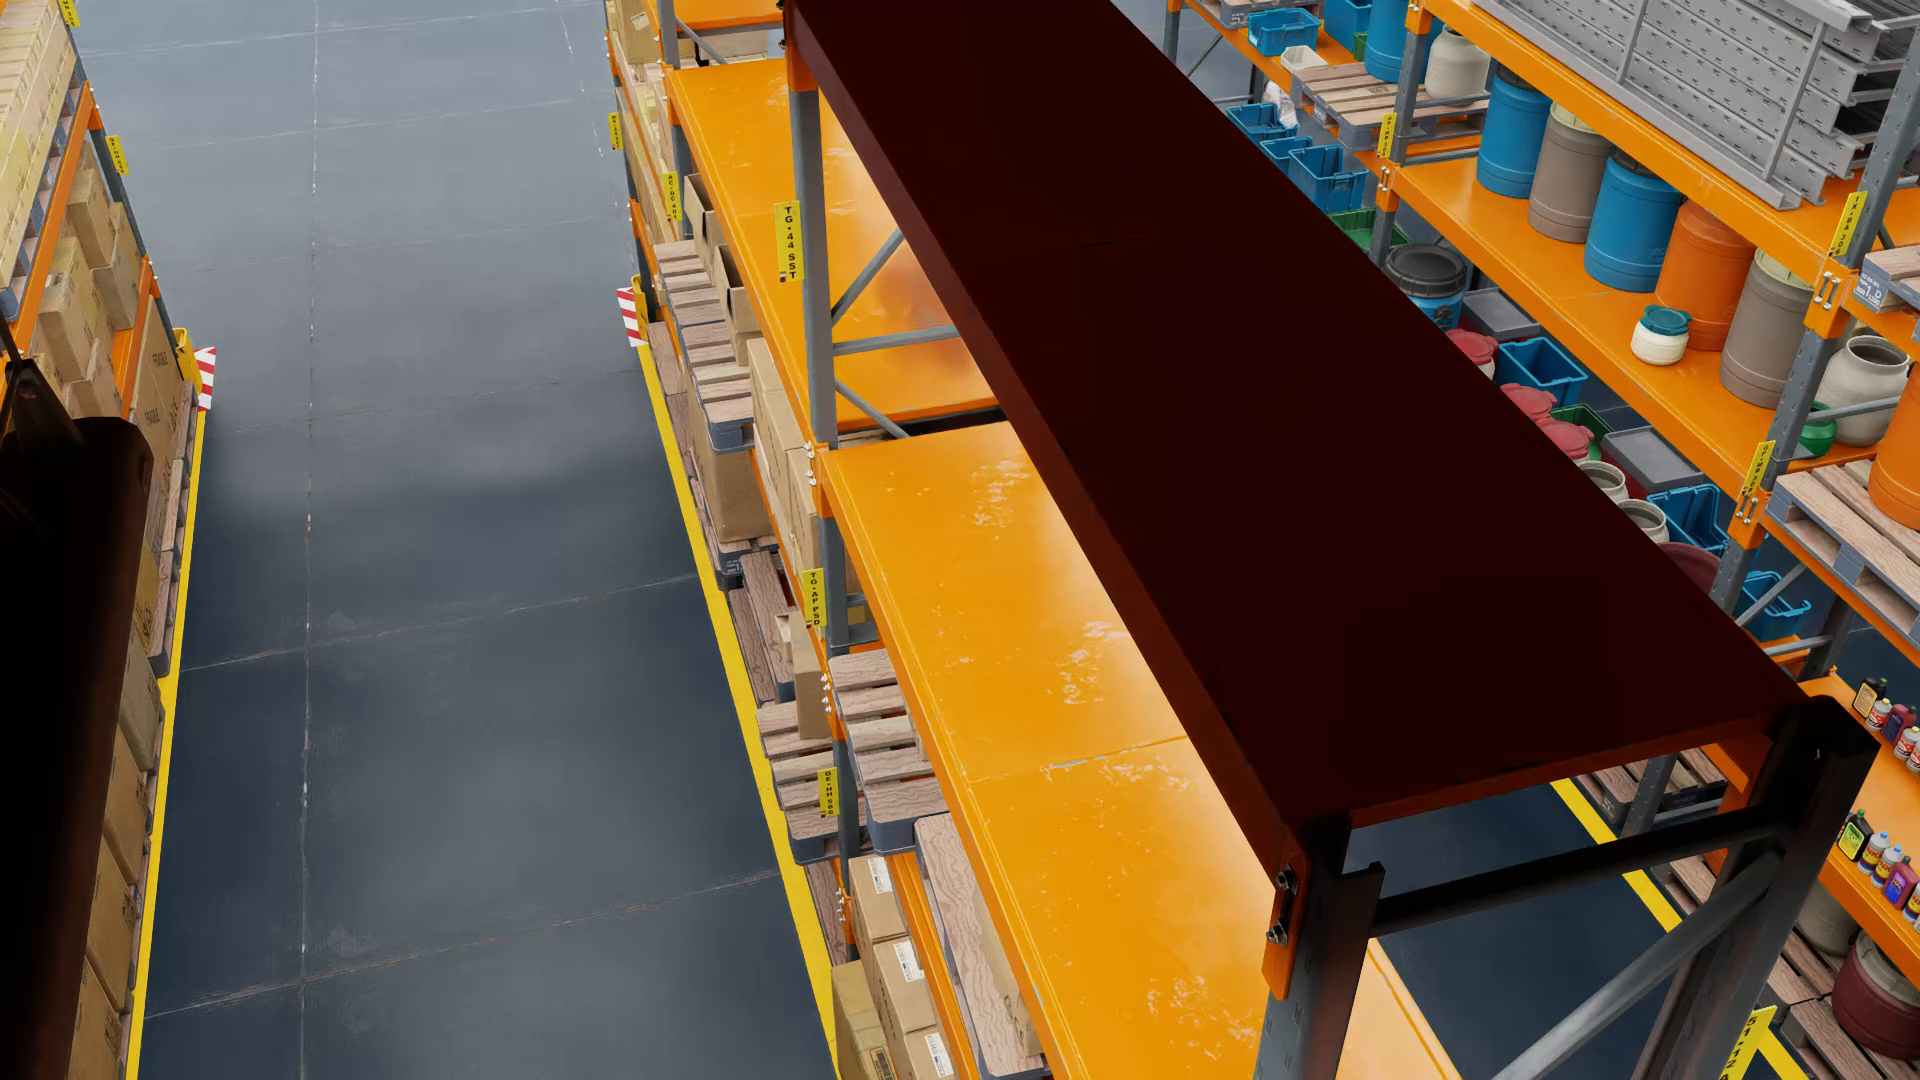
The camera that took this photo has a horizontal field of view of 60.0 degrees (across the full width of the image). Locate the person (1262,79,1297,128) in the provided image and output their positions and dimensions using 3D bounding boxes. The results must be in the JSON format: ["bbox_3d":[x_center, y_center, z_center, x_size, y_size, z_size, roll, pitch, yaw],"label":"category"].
[{"bbox_3d":[3.203,-4.142,16.729,0.567,1.636,0.561,32,48,34],"label":"person"}]
